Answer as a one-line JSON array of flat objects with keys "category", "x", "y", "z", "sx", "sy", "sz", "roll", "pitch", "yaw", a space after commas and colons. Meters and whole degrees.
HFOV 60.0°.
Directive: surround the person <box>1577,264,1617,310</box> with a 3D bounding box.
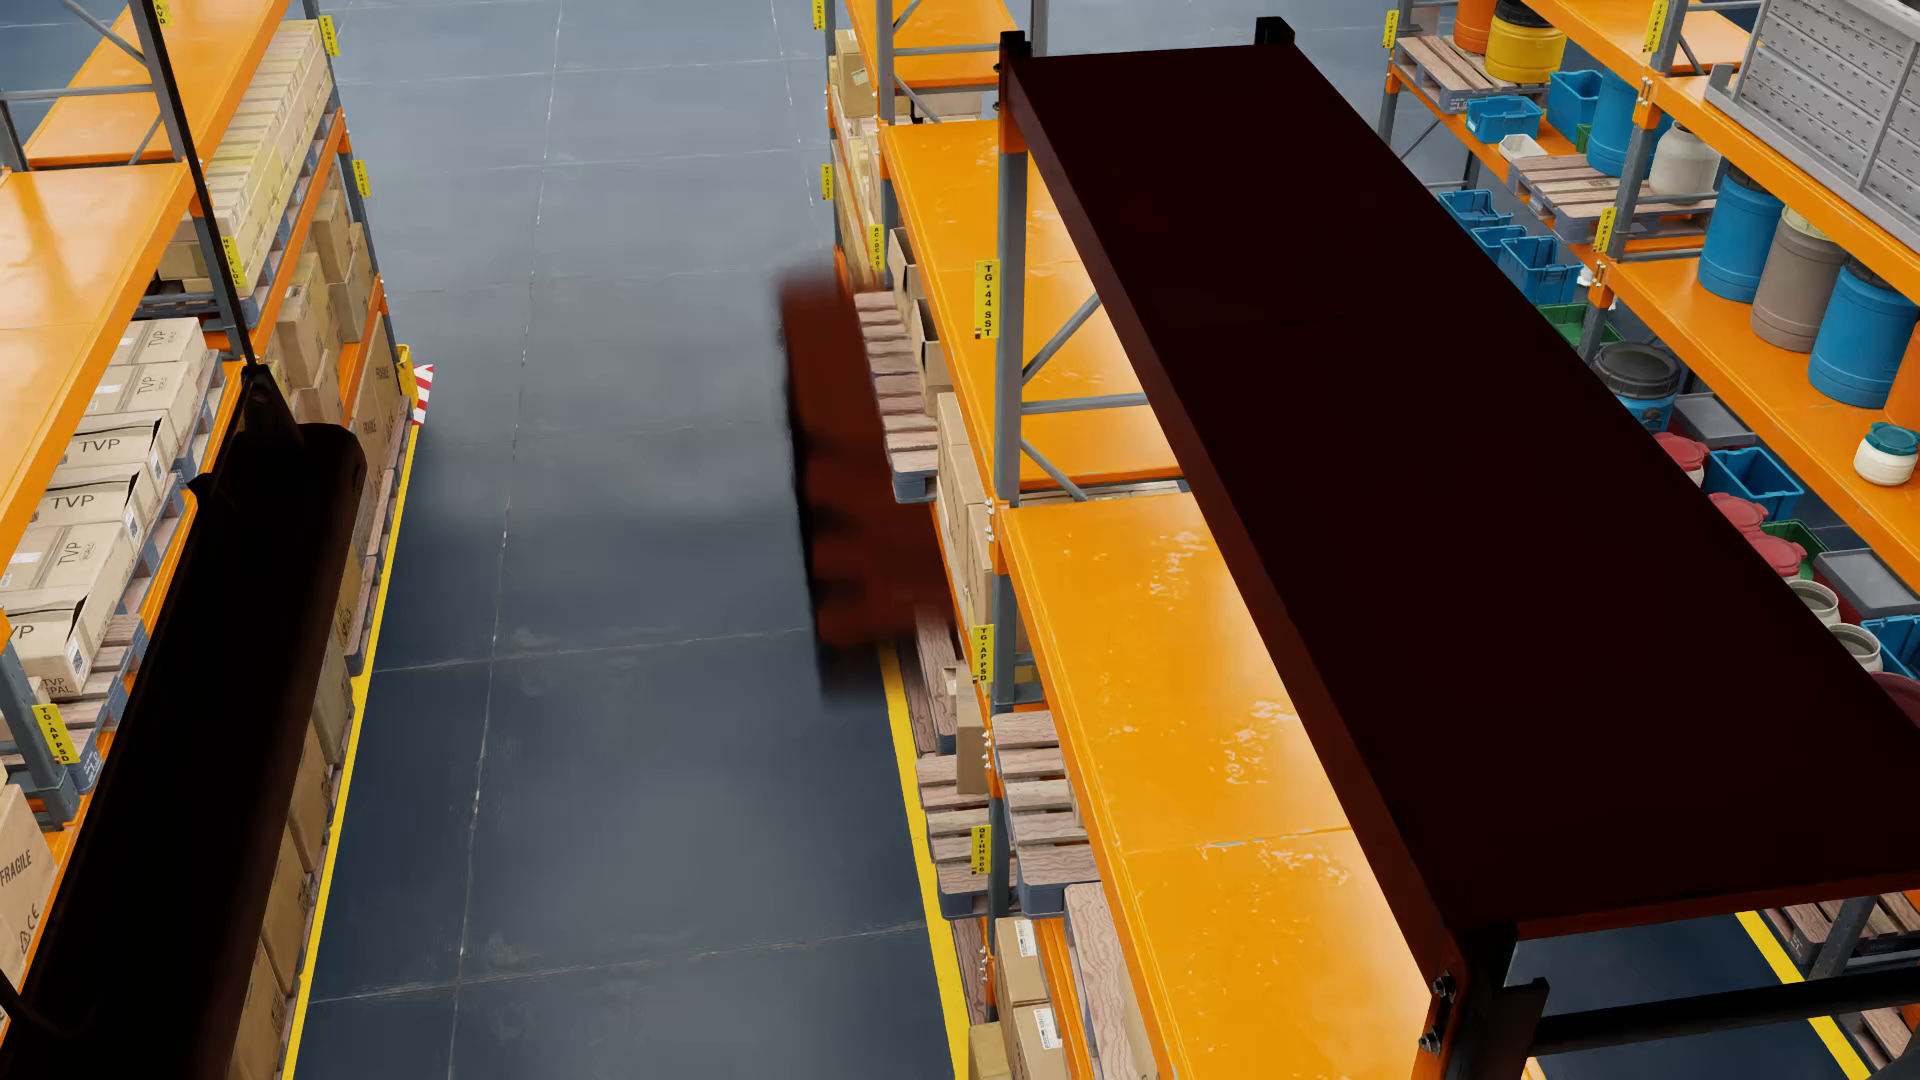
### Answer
[{"category": "person", "x": 6.362, "y": -3.122, "z": 16.322, "sx": 0.469, "sy": 1.663, "sz": 0.762, "roll": -20, "pitch": 41, "yaw": -25}]
